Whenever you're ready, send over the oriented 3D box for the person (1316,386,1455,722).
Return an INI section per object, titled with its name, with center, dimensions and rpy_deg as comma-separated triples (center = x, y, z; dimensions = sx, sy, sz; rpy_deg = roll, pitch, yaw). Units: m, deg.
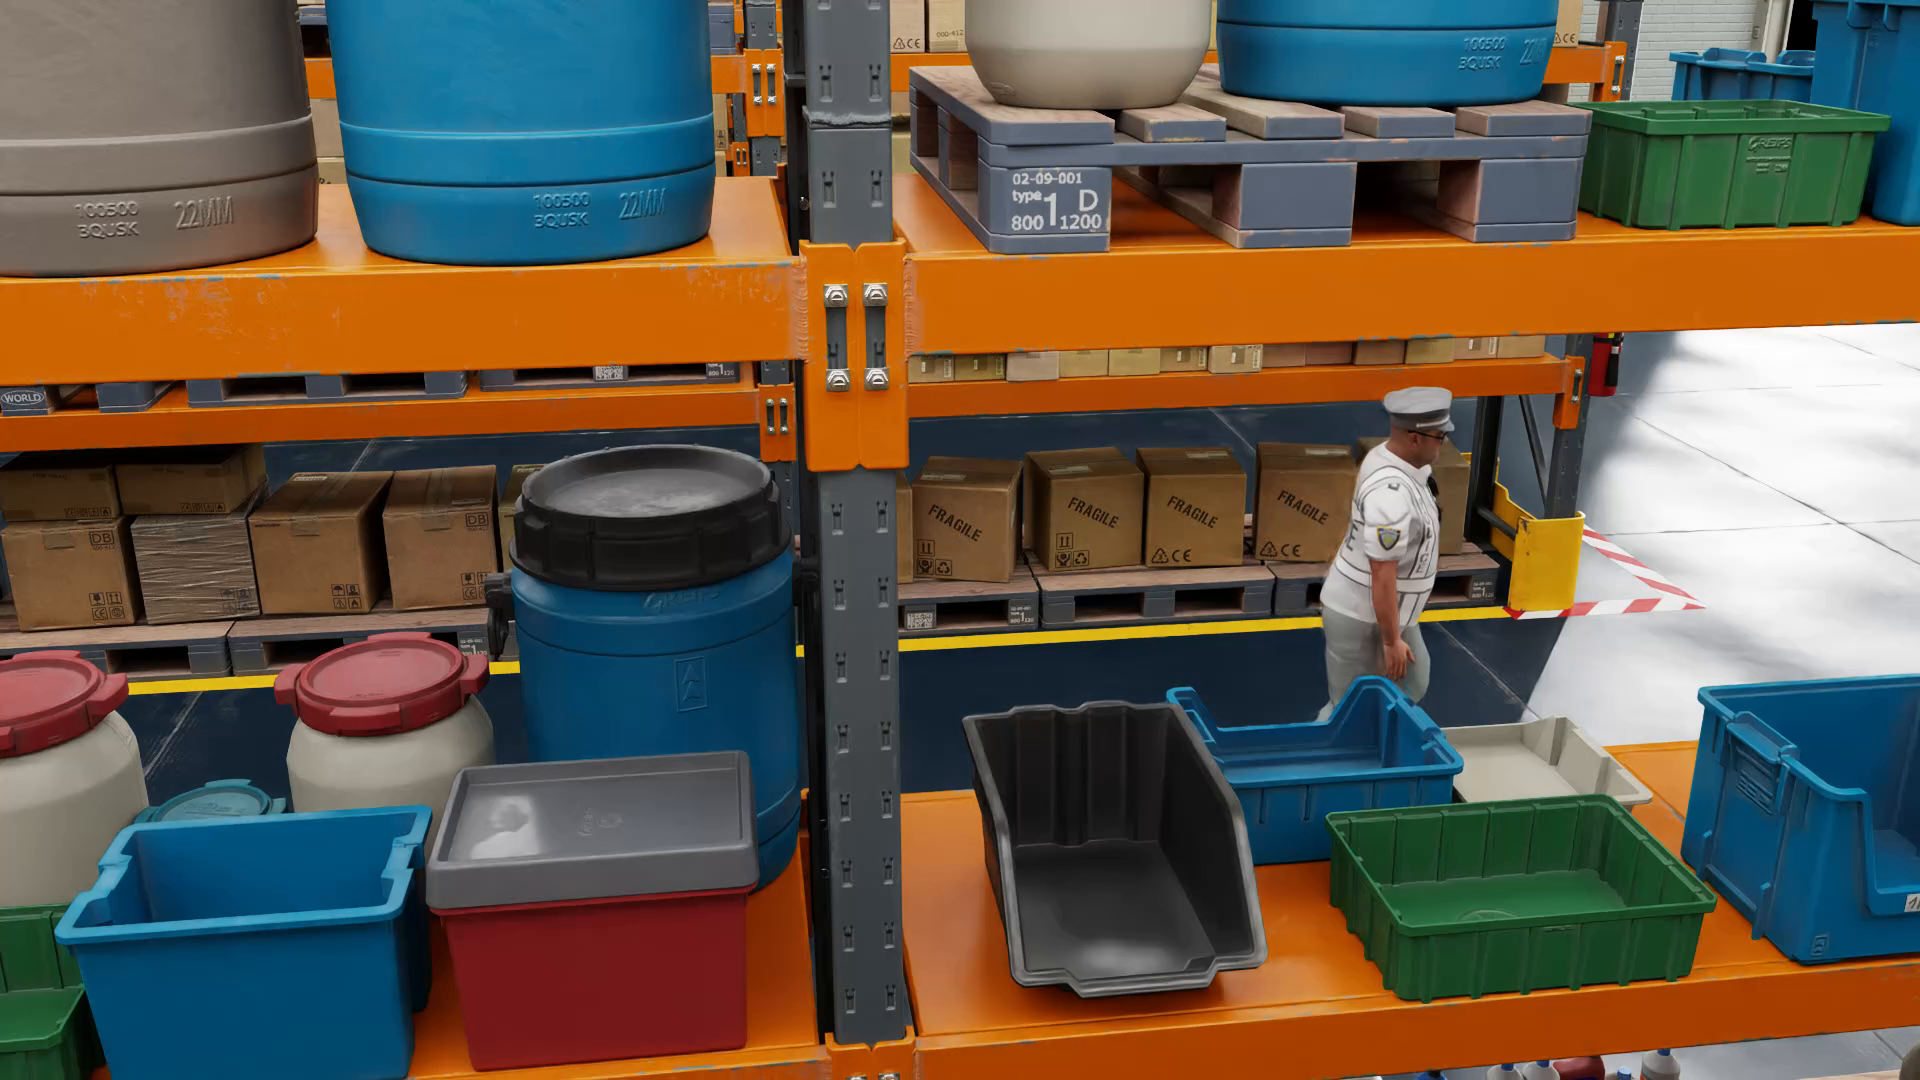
[person]
center = 1.552, 0.275, 6.276
dimensions = 0.463, 1.761, 0.559
rpy_deg = 7, 21, 19
